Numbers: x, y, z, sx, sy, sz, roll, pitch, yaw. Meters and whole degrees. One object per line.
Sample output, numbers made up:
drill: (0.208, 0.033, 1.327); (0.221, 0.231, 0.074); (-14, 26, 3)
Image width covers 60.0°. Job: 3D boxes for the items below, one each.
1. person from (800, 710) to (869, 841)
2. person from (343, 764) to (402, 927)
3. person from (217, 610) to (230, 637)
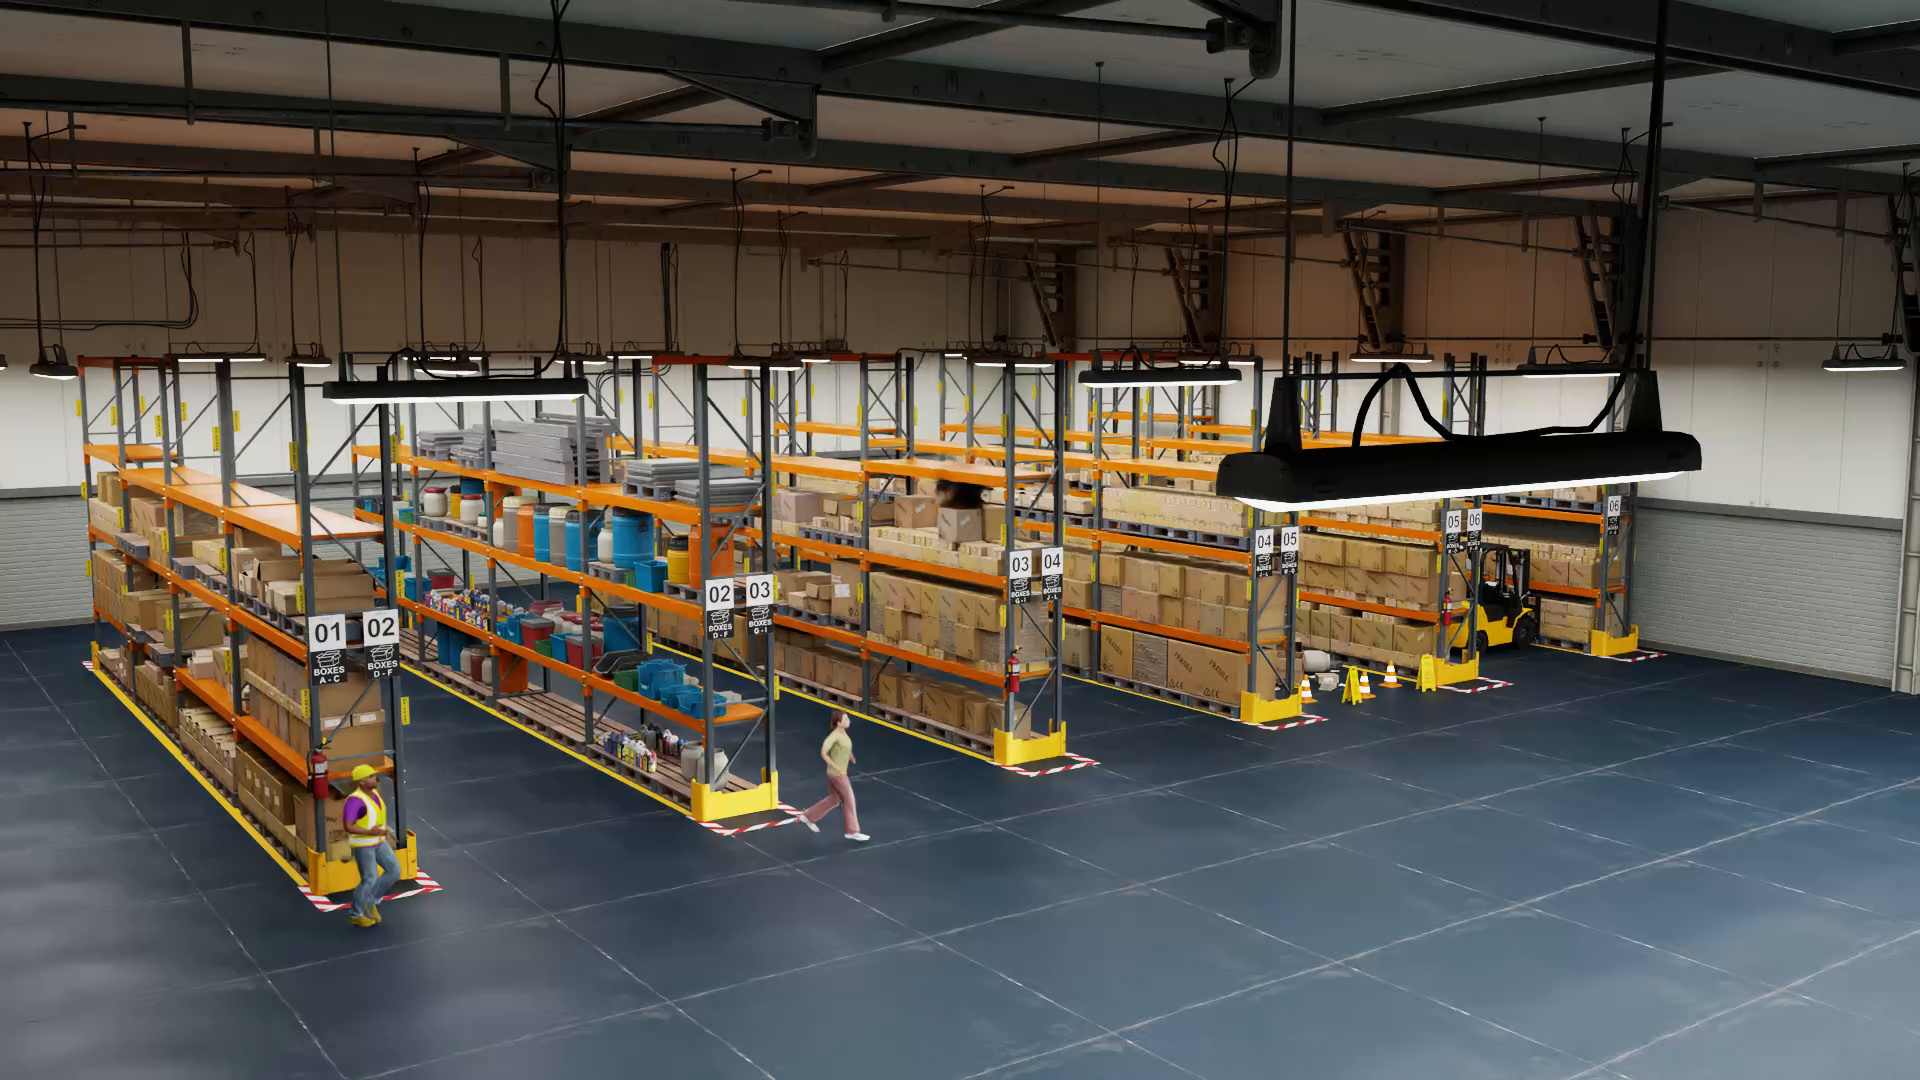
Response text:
person: (-1.589, 2.950, 20.953); (0.889, 1.667, 0.577); (0, 7, 4)
person: (-6.355, 3.288, 17.980); (0.568, 1.739, 0.715); (1, 7, 9)
person: (-14.745, 1.496, 33.198); (0.893, 1.683, 0.703); (3, 7, 20)
